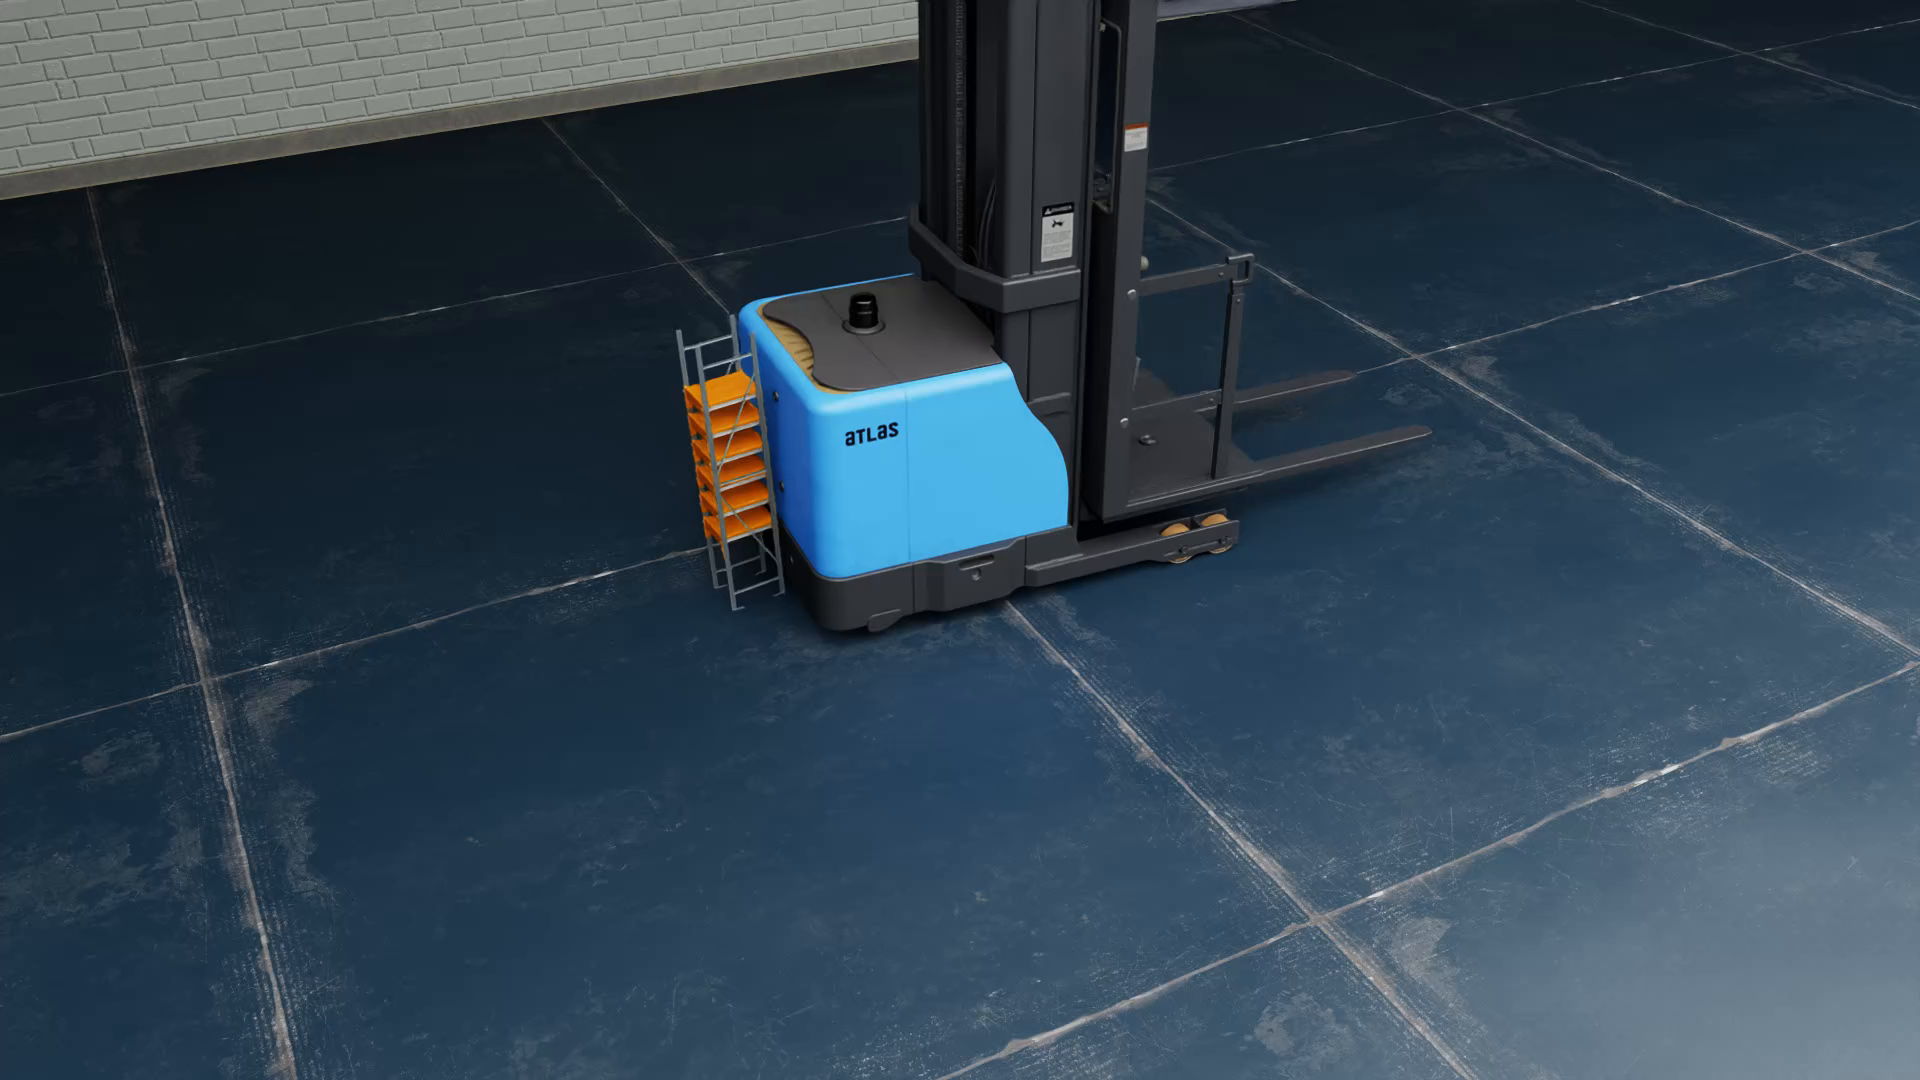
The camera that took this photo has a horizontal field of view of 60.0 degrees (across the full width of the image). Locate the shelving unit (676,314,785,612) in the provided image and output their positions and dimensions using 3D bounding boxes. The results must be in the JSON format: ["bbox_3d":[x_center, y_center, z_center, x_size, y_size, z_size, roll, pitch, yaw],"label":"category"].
[{"bbox_3d":[-0.897,-0.285,6.571,0.258,1.200,0.189,-20,38,-24],"label":"shelving unit"}]

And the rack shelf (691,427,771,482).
[{"bbox_3d":[-0.899,-0.348,6.529,0.258,0.103,0.180,-20,38,-24],"label":"rack shelf"}]

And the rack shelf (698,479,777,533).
[{"bbox_3d":[-0.891,-0.149,6.663,0.258,0.103,0.180,-20,38,-24],"label":"rack shelf"}]

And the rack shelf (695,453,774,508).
[{"bbox_3d":[-0.895,-0.248,6.596,0.258,0.103,0.180,-20,38,-24],"label":"rack shelf"}]

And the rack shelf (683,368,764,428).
[{"bbox_3d":[-0.908,-0.546,6.394,0.258,0.103,0.180,-20,38,-24],"label":"rack shelf"}]

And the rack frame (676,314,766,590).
[{"bbox_3d":[-0.943,-0.328,6.637,0.240,1.200,0.006,-20,38,-24],"label":"rack frame"}]

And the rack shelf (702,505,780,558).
[{"bbox_3d":[-0.886,-0.050,6.731,0.258,0.103,0.180,-20,38,-24],"label":"rack shelf"}]

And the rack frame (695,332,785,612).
[{"bbox_3d":[-0.850,-0.242,6.505,0.240,1.200,0.006,-20,38,-24],"label":"rack frame"}]

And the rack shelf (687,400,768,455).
[{"bbox_3d":[-0.904,-0.447,6.462,0.258,0.103,0.180,-20,38,-24],"label":"rack shelf"}]

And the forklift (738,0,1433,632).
[{"bbox_3d":[0.648,-1.382,6.690,3.031,2.935,1.130,-13,35,-20],"label":"forklift"}]
